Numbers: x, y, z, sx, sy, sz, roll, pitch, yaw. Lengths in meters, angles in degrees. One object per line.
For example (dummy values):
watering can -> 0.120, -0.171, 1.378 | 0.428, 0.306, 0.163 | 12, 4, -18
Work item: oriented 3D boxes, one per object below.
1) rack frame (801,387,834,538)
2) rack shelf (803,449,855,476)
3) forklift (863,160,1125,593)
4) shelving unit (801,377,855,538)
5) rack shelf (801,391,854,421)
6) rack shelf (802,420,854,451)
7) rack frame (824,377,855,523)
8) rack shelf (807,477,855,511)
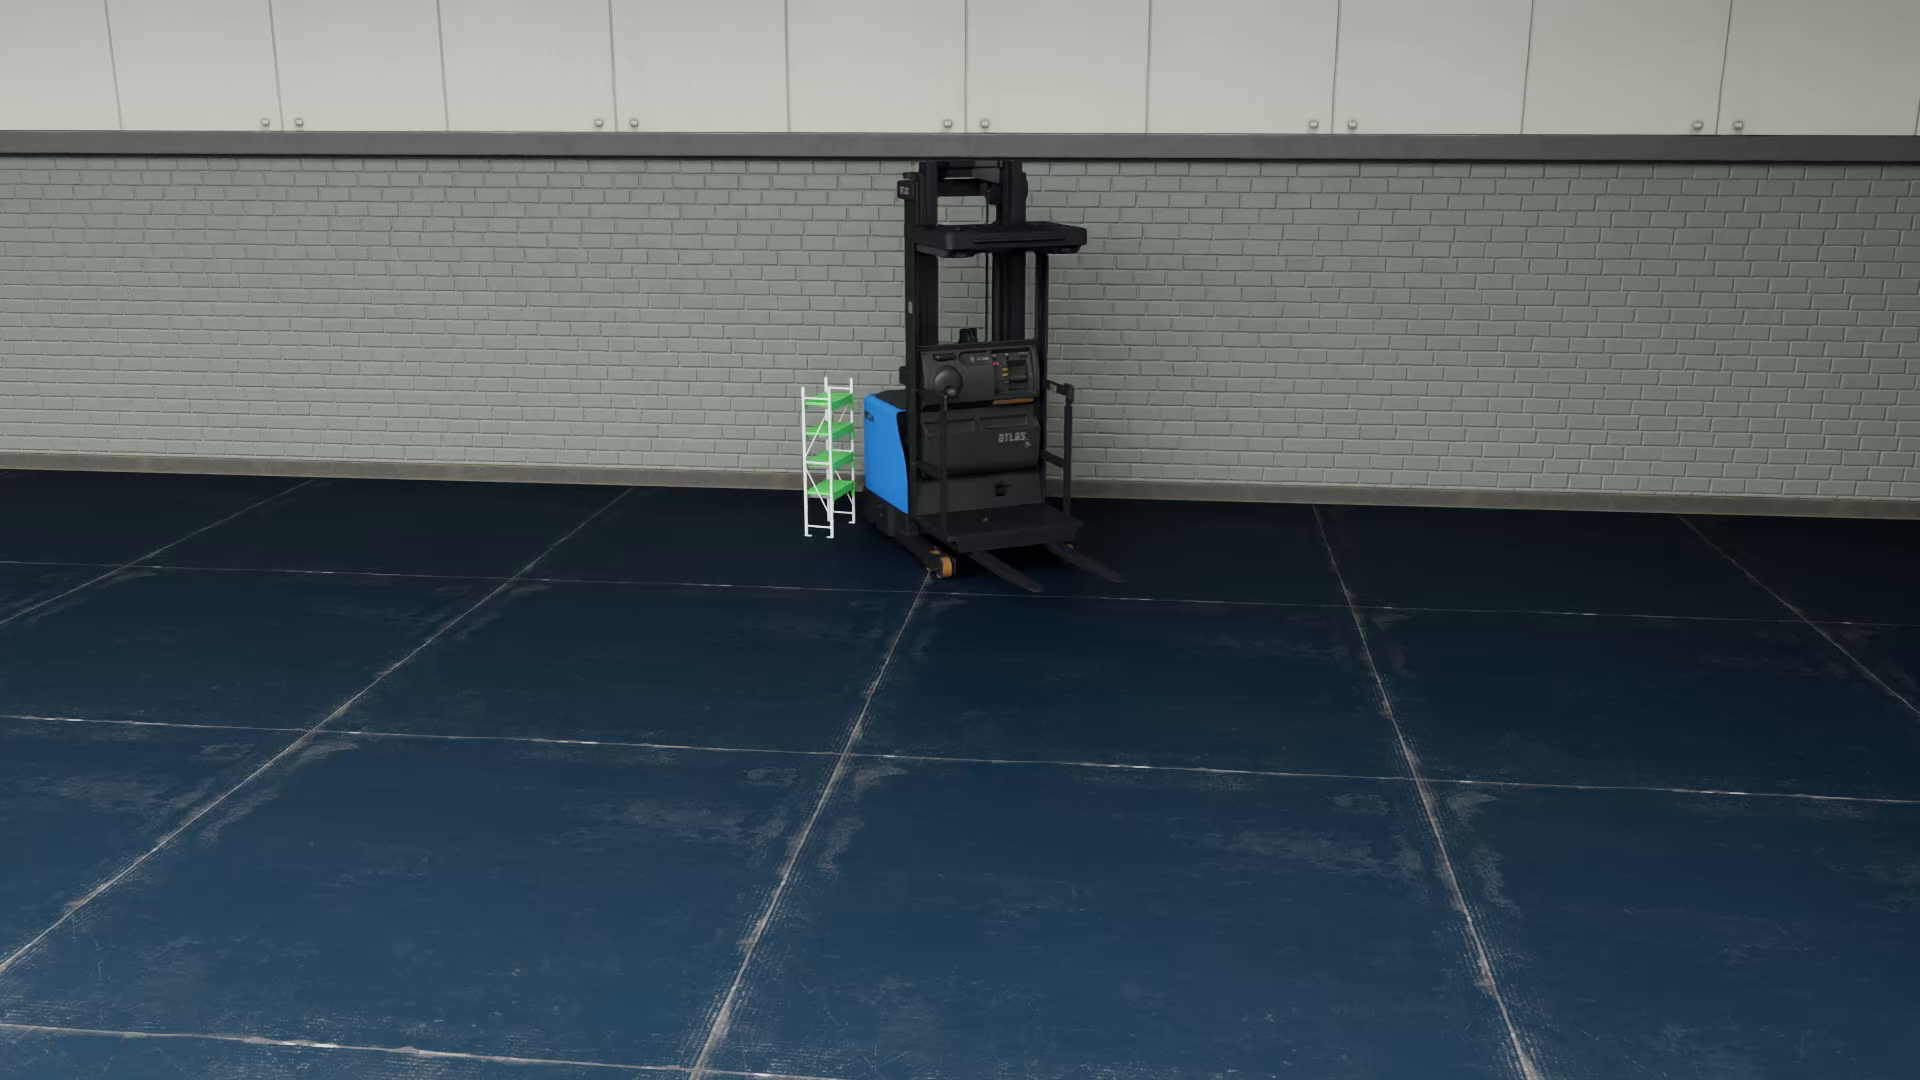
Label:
rack frame -> -1.120, -0.606, 13.103 | 0.240, 1.200, 0.015 | 5, 16, 16
rack shelf -> -1.049, -0.605, 13.345 | 0.258, 0.148, 0.480 | 5, 16, 16
forklift -> 0.237, -1.254, 12.183 | 1.130, 2.935, 3.031 | -6, 16, -21
shelving unit -> -1.049, -0.667, 13.329 | 0.258, 1.200, 0.503 | 5, 16, 16
rack shelf -> -1.049, -1.068, 13.220 | 0.258, 0.148, 0.480 | 5, 16, 16
rack shelf -> -1.049, -0.837, 13.283 | 0.258, 0.148, 0.480 | 5, 16, 16
rack frame -> -0.978, -0.728, 13.554 | 0.240, 1.200, 0.015 | 5, 16, 16
rack shelf -> -1.049, -0.373, 13.408 | 0.258, 0.148, 0.480 | 5, 16, 16
